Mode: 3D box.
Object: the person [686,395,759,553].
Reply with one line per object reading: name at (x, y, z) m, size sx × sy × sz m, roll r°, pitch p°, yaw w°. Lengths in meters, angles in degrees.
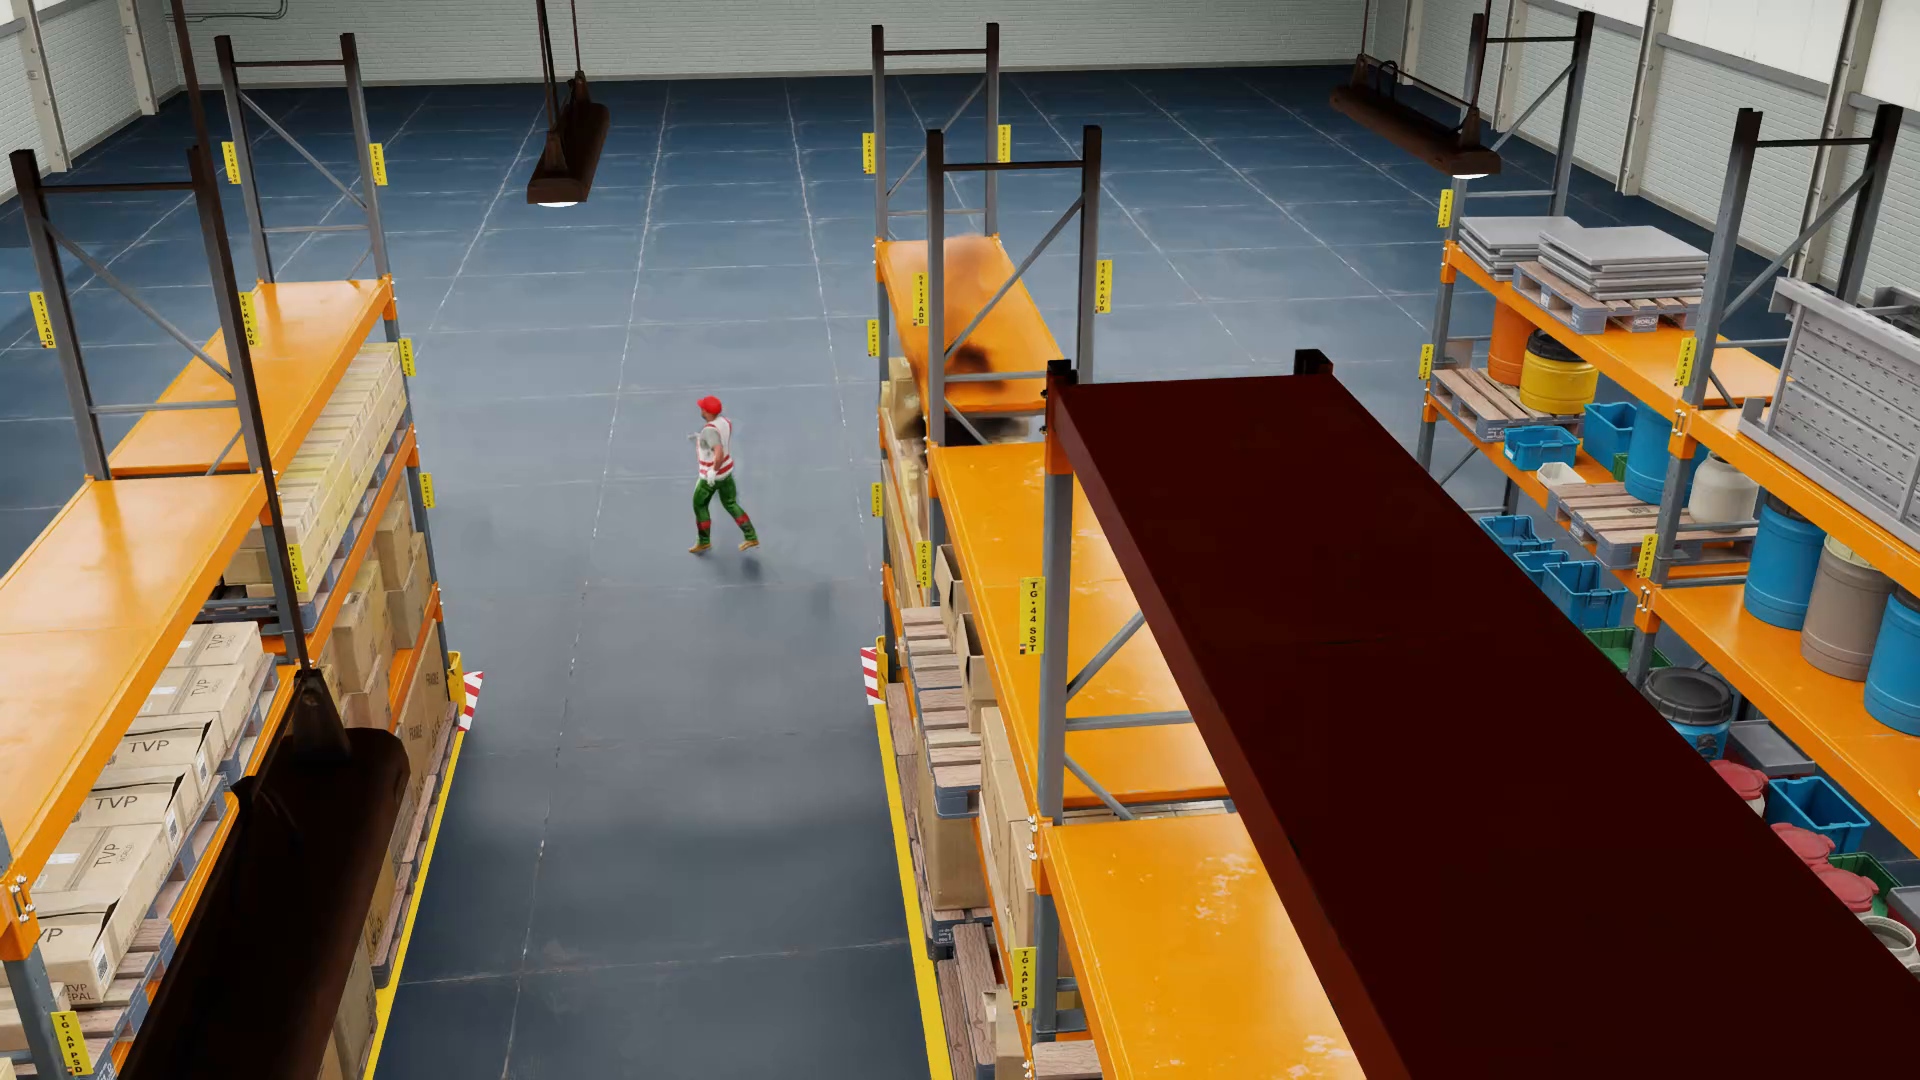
person at (-2.575, -0.672, 17.809) m, size 0.837 × 1.846 × 0.662 m, roll 12°, pitch 28°, yaw 23°
